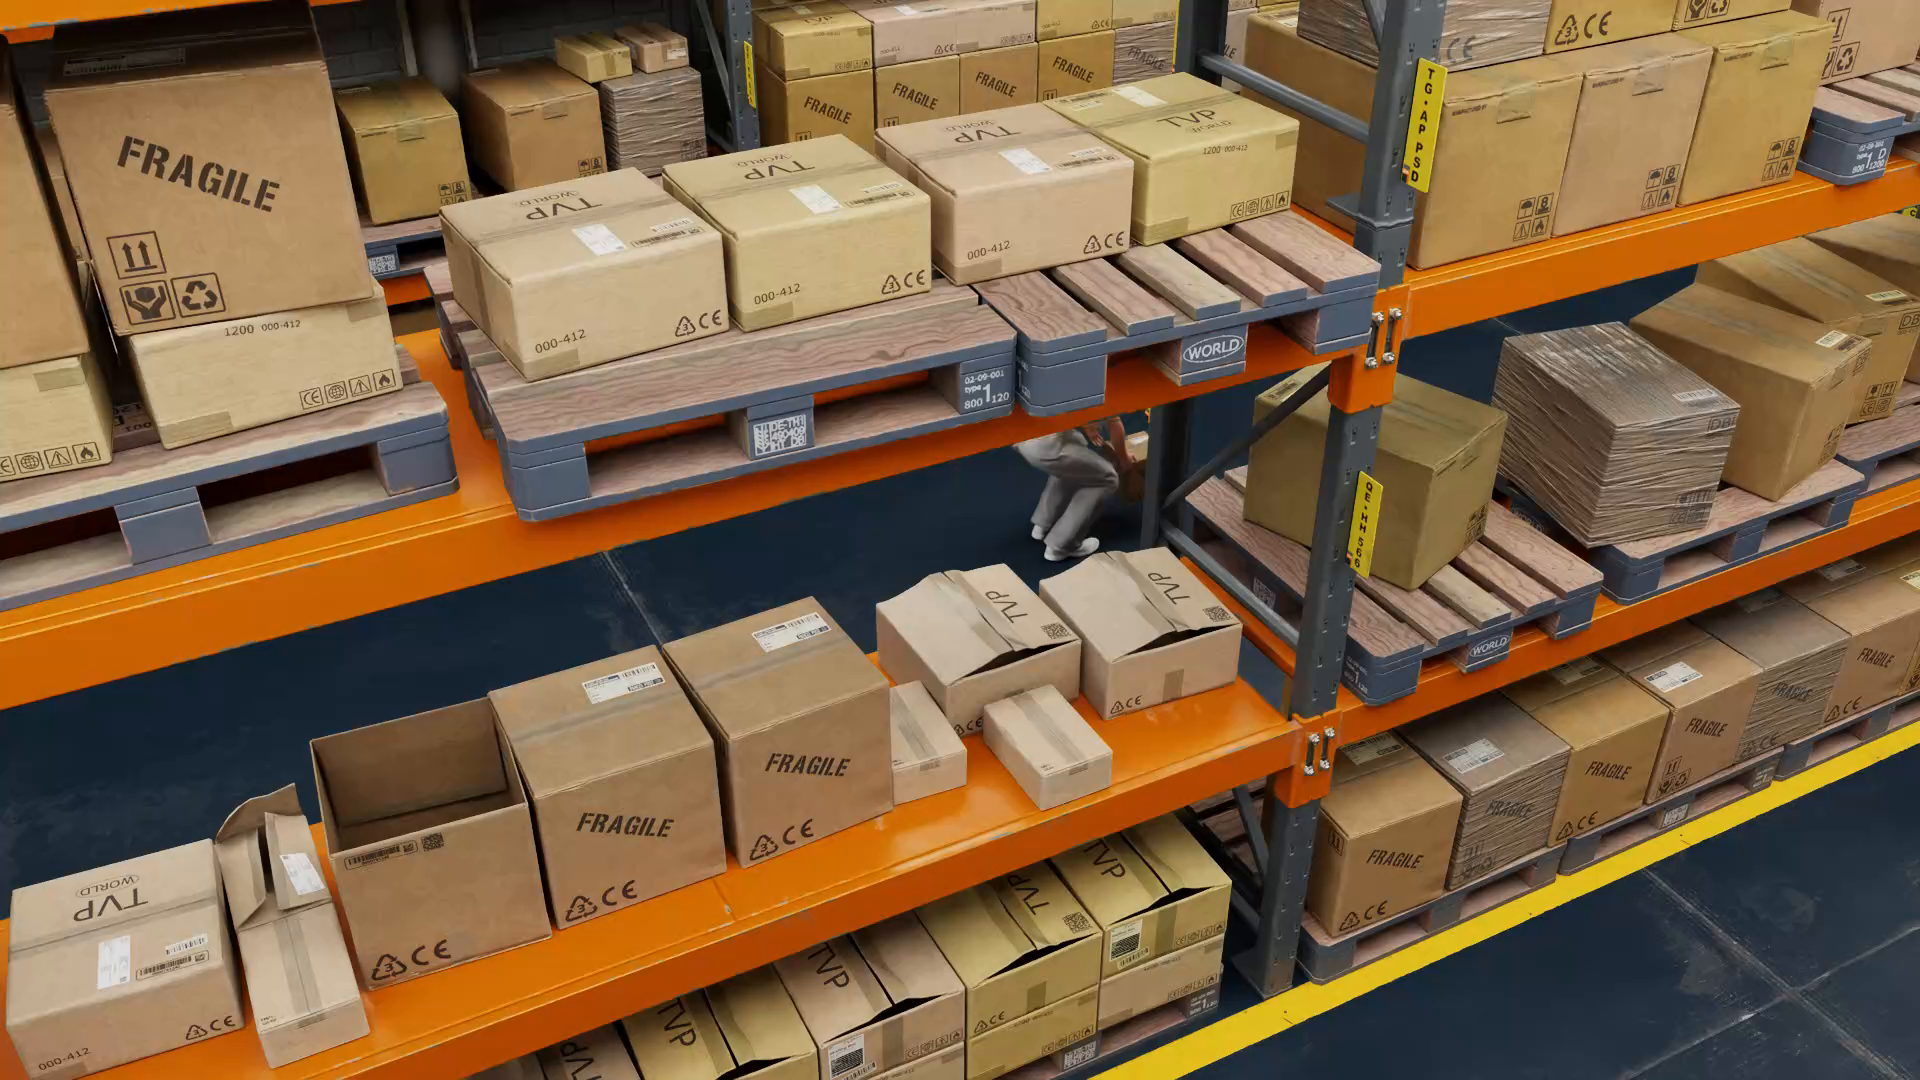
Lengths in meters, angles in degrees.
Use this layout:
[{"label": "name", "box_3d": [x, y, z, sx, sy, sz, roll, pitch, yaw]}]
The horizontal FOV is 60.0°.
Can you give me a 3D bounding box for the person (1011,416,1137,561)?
[{"label": "person", "box_3d": [0.561, -0.539, 8.359, 0.705, 1.249, 0.494, -16, 36, -23]}]
